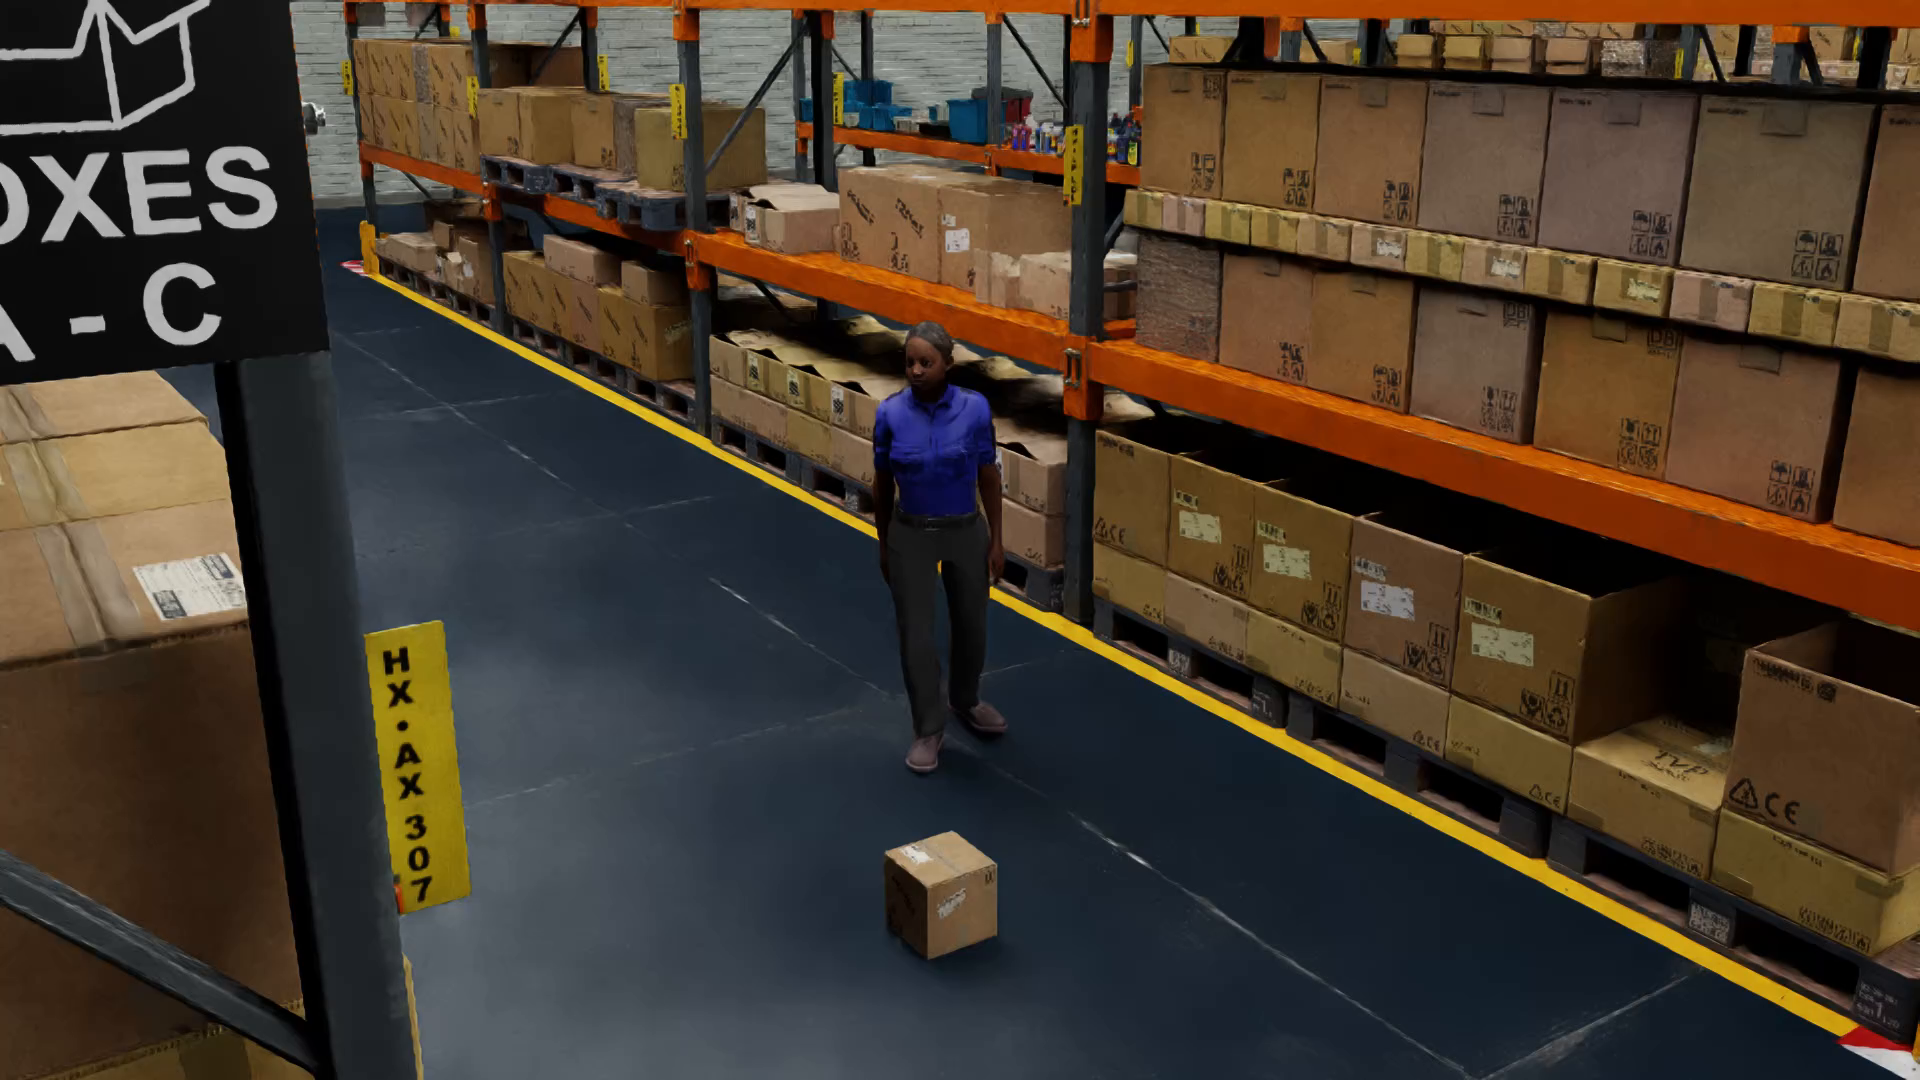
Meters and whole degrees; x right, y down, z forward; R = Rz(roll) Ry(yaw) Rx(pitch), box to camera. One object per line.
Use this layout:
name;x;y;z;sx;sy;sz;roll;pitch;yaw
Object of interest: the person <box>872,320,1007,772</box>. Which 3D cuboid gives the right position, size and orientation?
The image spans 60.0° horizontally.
person;-0.067;-0.006;6.086;0.499;1.648;0.537;0;18;-1
